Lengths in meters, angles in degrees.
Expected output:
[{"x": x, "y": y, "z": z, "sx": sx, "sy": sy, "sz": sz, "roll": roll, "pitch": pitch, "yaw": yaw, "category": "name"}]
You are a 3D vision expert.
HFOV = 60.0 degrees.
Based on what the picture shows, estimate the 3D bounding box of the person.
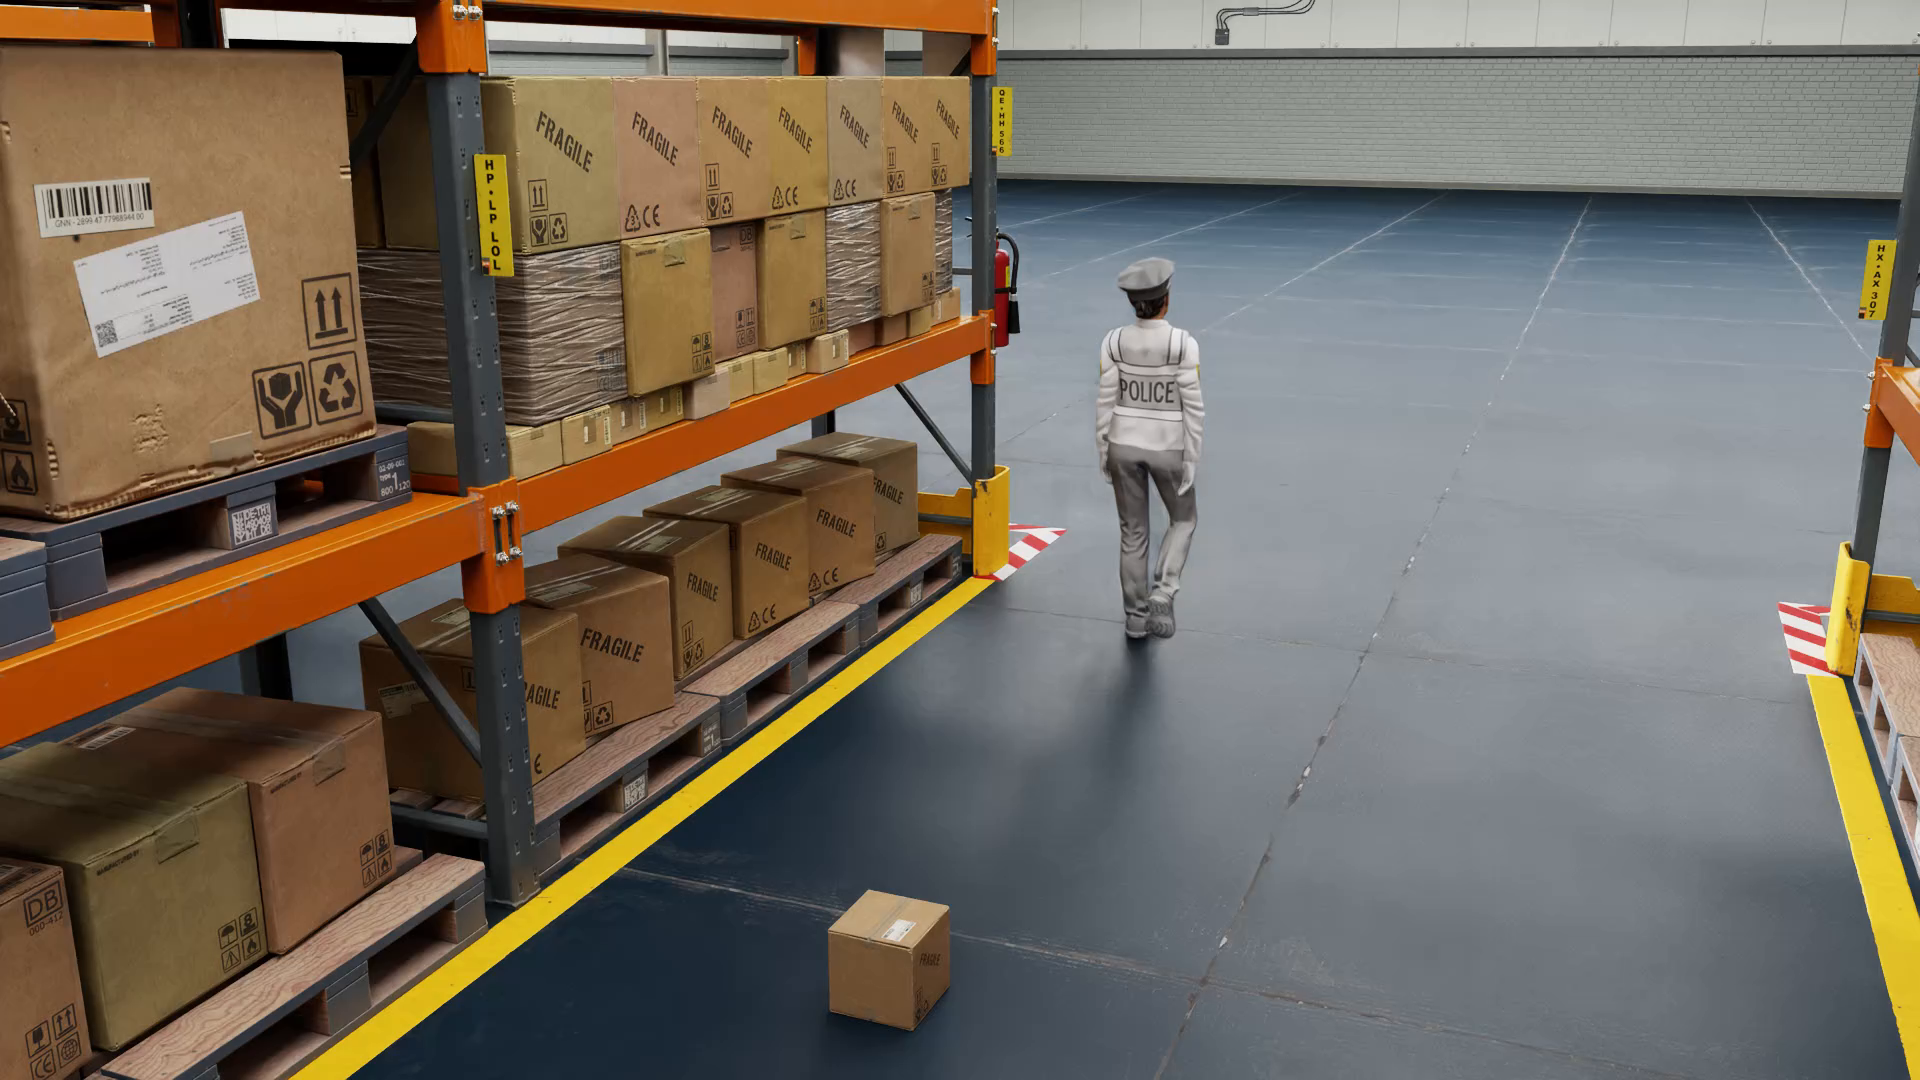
[{"x": 0.829, "y": -0.384, "z": 7.263, "sx": 0.486, "sy": 1.682, "sz": 0.448, "roll": 4, "pitch": 16, "yaw": 15, "category": "person"}]
